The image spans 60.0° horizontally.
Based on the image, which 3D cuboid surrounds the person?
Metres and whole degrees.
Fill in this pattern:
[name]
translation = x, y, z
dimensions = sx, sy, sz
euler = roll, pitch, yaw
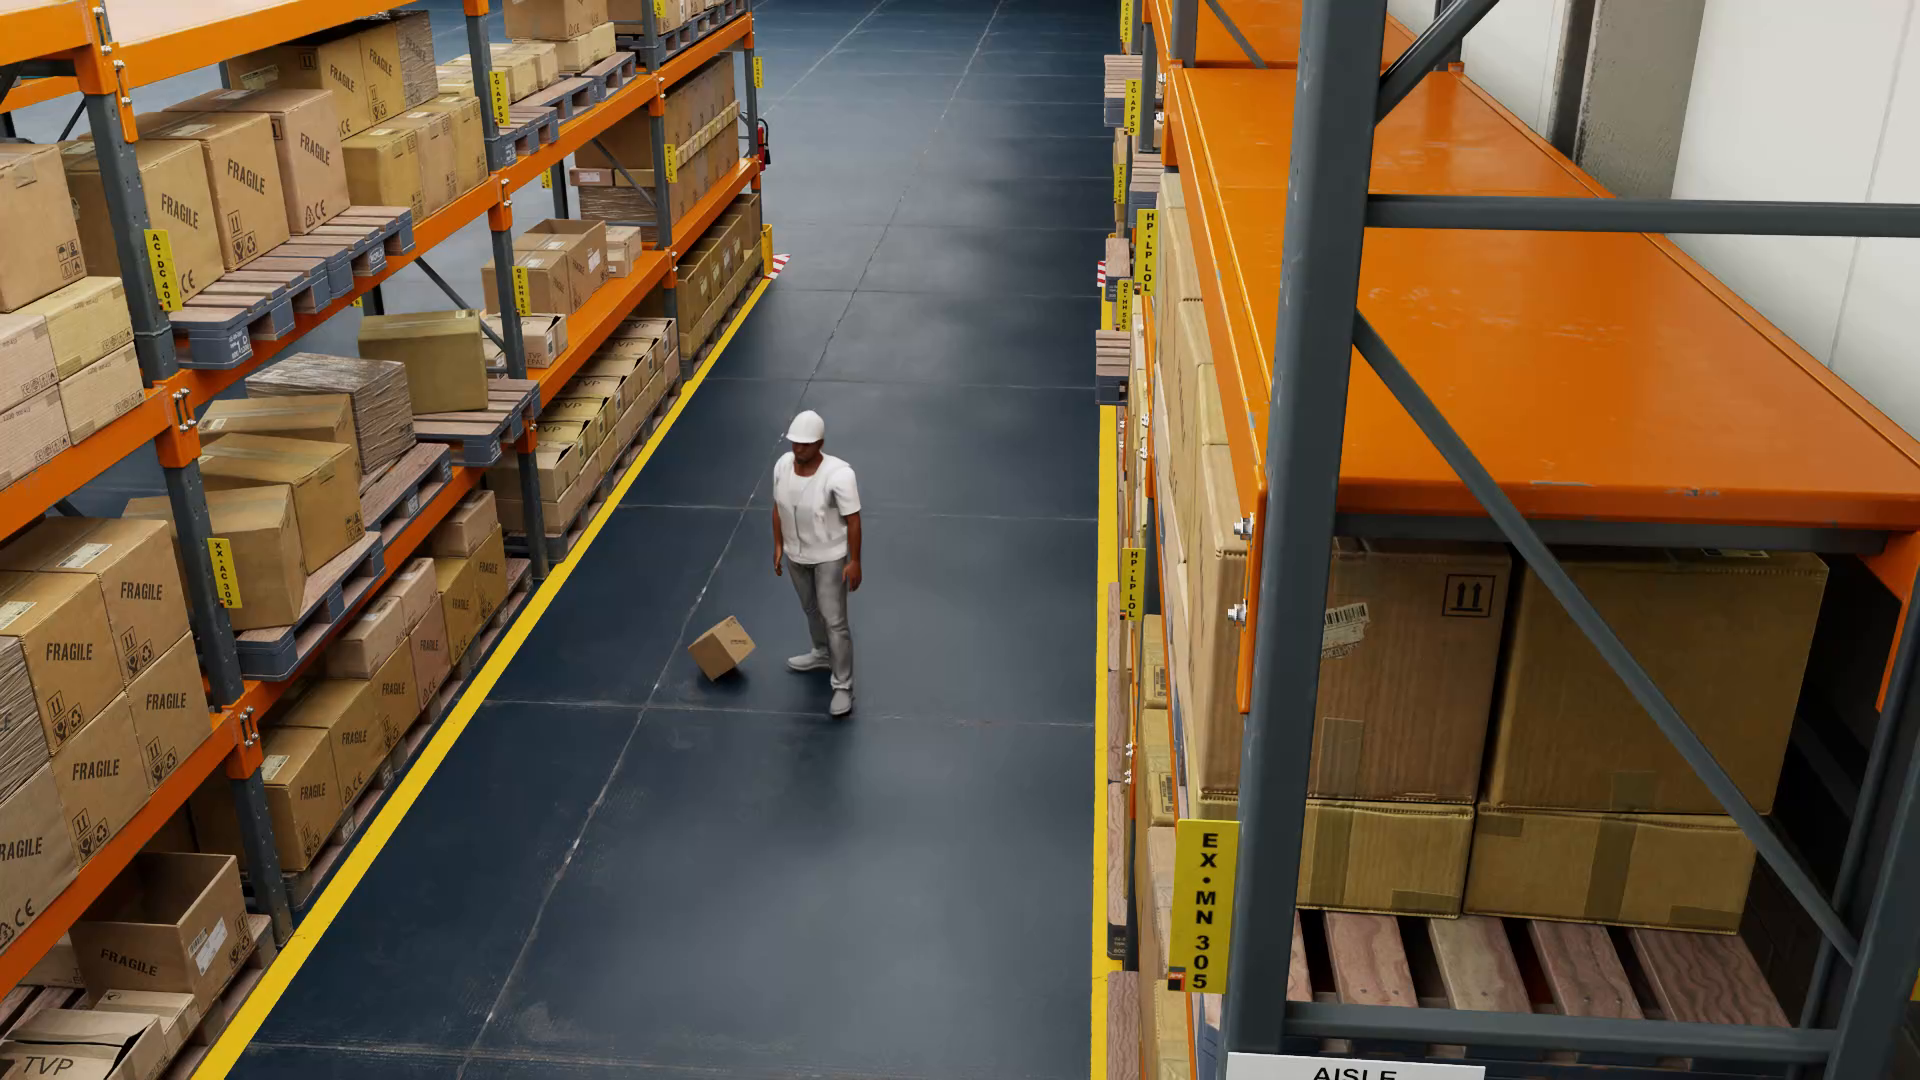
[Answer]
[person]
translation = -0.828, 0.095, 9.721
dimensions = 0.704, 1.752, 0.587
euler = 16, 29, 31
